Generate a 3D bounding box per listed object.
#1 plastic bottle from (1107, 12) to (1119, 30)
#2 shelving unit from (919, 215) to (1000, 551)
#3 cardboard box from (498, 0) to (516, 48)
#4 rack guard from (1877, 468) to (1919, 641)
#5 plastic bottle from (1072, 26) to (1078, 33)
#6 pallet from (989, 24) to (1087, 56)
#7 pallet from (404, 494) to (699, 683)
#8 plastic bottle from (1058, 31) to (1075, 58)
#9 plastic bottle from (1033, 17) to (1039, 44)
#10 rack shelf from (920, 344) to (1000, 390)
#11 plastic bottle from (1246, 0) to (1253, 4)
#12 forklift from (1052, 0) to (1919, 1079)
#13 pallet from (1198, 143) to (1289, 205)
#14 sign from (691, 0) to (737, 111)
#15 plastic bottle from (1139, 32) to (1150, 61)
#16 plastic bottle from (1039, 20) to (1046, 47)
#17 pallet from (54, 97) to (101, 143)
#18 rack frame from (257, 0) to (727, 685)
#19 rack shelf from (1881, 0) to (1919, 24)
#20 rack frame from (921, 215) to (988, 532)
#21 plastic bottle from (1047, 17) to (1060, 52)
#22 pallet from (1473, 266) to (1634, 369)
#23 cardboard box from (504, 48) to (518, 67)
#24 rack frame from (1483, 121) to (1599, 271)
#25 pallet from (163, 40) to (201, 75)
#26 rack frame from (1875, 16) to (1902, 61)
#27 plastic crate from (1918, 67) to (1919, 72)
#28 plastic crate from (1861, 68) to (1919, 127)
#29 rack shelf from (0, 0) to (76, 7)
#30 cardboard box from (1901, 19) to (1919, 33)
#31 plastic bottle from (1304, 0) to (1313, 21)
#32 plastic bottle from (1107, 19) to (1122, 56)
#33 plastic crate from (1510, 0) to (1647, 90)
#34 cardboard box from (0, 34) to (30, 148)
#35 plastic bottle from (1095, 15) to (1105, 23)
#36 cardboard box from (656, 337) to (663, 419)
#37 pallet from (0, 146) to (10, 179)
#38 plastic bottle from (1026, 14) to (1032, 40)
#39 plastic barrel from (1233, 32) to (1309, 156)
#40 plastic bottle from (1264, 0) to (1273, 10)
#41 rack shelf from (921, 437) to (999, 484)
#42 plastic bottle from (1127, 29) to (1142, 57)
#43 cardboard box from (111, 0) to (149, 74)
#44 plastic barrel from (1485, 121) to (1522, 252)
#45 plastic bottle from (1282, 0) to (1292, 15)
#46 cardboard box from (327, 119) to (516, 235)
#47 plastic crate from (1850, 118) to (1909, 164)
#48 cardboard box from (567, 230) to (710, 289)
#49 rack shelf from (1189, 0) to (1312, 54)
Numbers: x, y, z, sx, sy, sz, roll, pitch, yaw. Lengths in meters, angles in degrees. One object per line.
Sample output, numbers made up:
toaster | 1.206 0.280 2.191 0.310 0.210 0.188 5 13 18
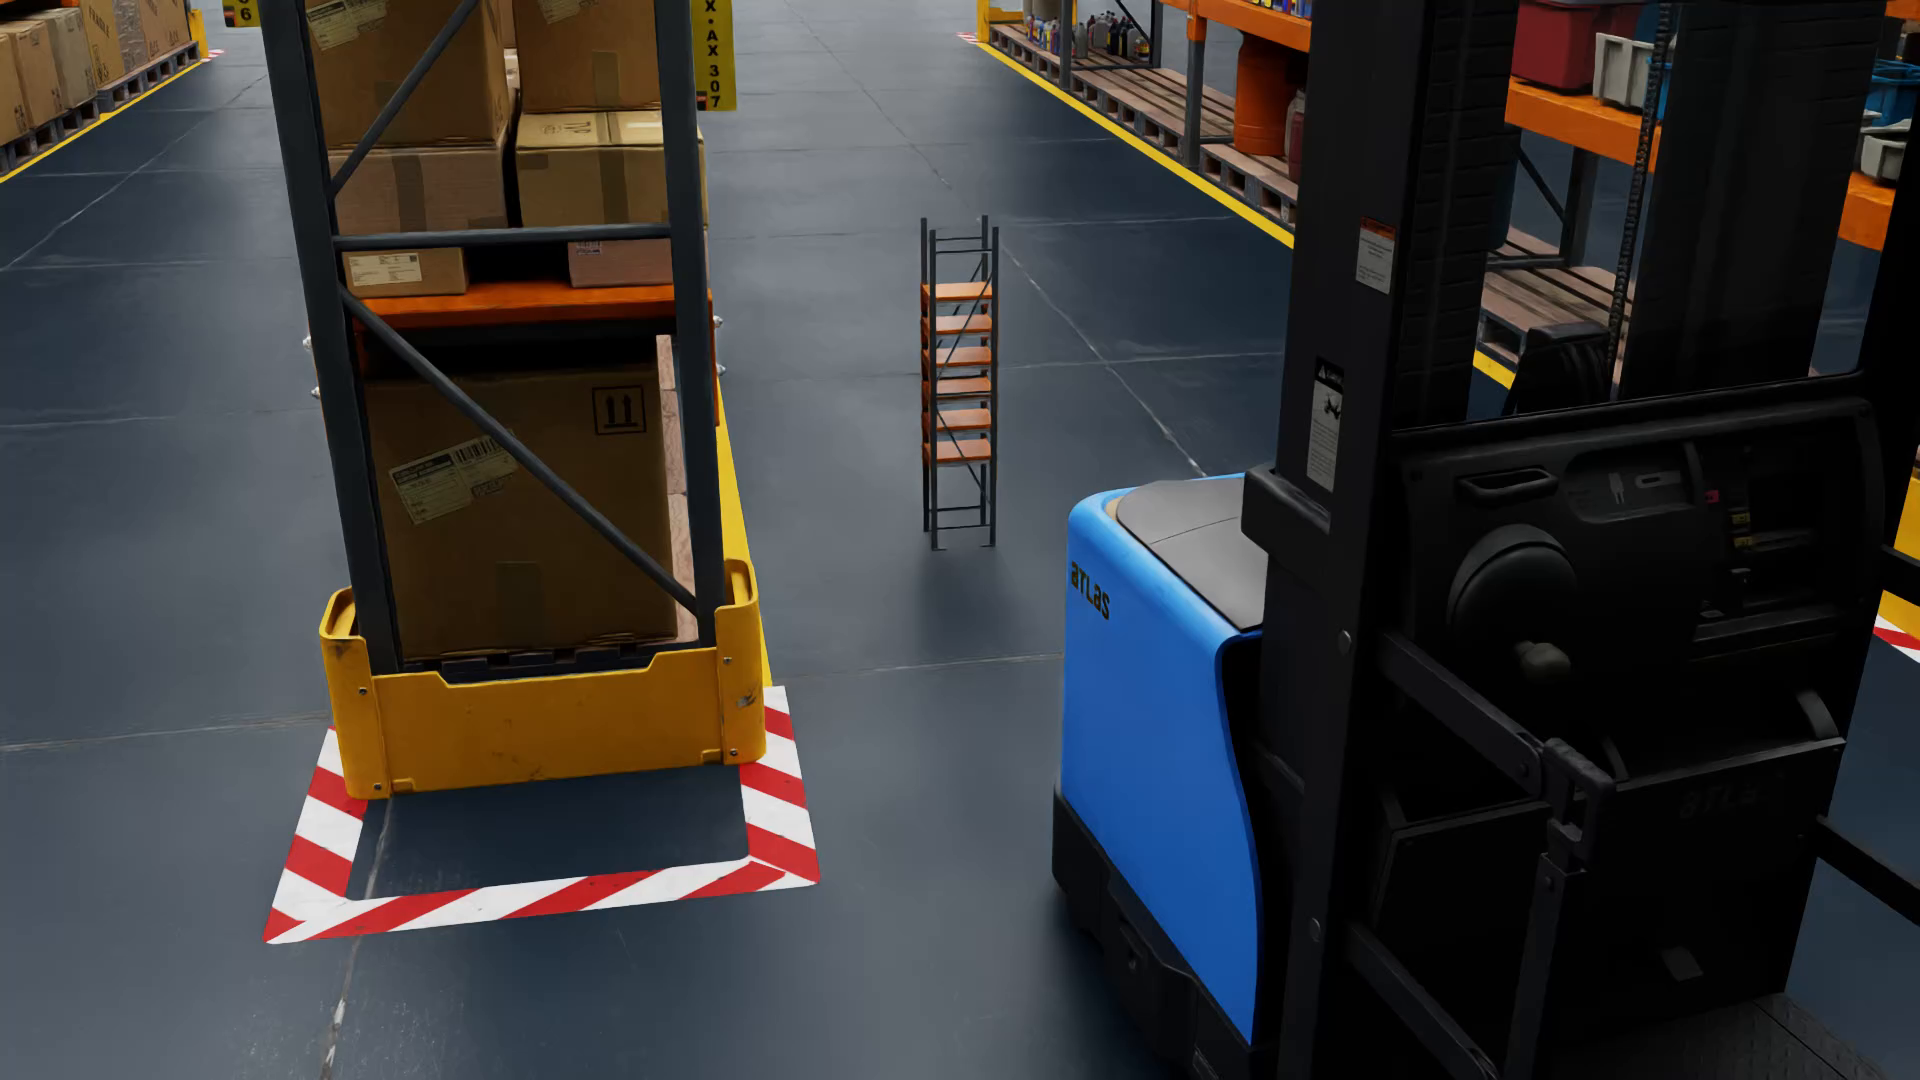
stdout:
plastic bottle | 1.629 -5.434 17.705 0.144 0.351 0.185 -4 24 -10
shelving unit | -0.003 -0.556 6.023 0.258 1.200 0.189 -4 24 -10
cardboard box | -1.882 -2.149 6.302 0.500 0.500 0.500 -5 24 -11
rack guard | 3.721 0.017 5.587 1.175 0.500 0.348 -4 24 -10
plastic bottle | 1.188 -5.139 17.122 0.152 0.276 0.135 -4 24 -10
pallet | 0.950 -5.806 19.280 1.003 0.211 1.213 -4 24 -10
pallet | -1.389 0.199 5.531 1.003 0.211 1.213 -4 24 -10
plastic bottle | 1.082 -5.077 16.886 0.144 0.351 0.185 -5 24 -11
plastic bottle | 0.837 -5.511 17.979 0.097 0.271 0.097 0 24 0
rack shelf | -0.003 -0.625 5.993 0.258 0.103 0.180 -4 24 -10
plastic bottle | 2.072 -3.851 11.474 0.152 0.276 0.135 -4 24 -10
forklift | 1.195 0.028 2.523 1.130 2.935 3.031 -8 25 -18
pallet | 2.411 -2.699 12.166 1.003 0.211 1.213 -4 24 -10
sign | -0.618 -1.242 4.166 0.100 0.325 0.005 -4 24 -10
plastic bottle | 1.856 -4.966 16.732 0.097 0.271 0.097 0 24 0
plastic bottle | 0.893 -5.392 17.706 0.097 0.271 0.097 0 24 0
pallet | -8.059 -3.587 14.200 1.003 0.211 1.213 -4 24 -10
rack frame | -1.164 -0.770 4.266 1.000 3.000 0.127 -4 24 -10
rack shelf | 7.463 -3.533 11.489 1.077 0.370 4.000 -4 24 -10
rack frame | -0.020 -0.592 6.105 0.240 1.200 0.006 -4 24 -10
plastic bottle | 0.987 -5.279 17.350 0.144 0.351 0.185 -4 24 -10
pallet | 3.138 -1.146 8.611 1.003 0.211 1.213 -4 24 -10
cardboard box | -1.802 -1.613 6.012 0.500 0.250 0.500 -4 24 -10
rack frame | 2.964 -2.710 8.708 1.000 3.000 0.127 -4 24 -10
pallet | -8.791 -5.150 17.778 1.003 0.211 1.213 -4 24 -10
rack frame | 7.093 -4.649 13.147 1.000 3.000 0.127 -4 24 -10
plastic crate | 3.458 -1.299 5.356 0.616 0.435 0.499 -4 24 -10
plastic crate | 3.738 -1.727 6.591 0.416 0.233 0.300 -4 24 -10
rack shelf | -7.906 -4.047 12.667 1.077 0.370 4.000 -4 24 -10
cardboard box | 10.989 -6.052 18.932 0.500 0.500 0.500 -6 24 -14
plastic bottle | 2.269 -3.458 10.482 0.144 0.351 0.185 -4 24 -10
plastic bottle | 1.601 -5.182 17.128 0.144 0.351 0.185 -4 24 -10
plastic crate | 2.882 -2.397 7.837 0.402 0.464 0.583 -4 24 -10
cardboard box | -7.726 -3.341 12.438 1.050 0.750 0.750 -4 24 -9
plastic bottle | 1.535 -5.593 18.161 0.152 0.276 0.135 -4 24 -9
cardboard box | -1.694 -0.943 6.791 0.875 0.875 0.875 -4 24 -10
pallet | -7.608 -2.628 12.003 1.003 0.211 1.213 -4 24 -10
plastic bottle | 0.774 -5.646 18.288 0.097 0.271 0.097 0 24 0
plastic barrel | 2.331 -3.290 12.223 0.600 0.830 0.708 -4 24 -10
plastic bottle | 2.095 -3.707 11.136 0.061 0.283 0.133 -4 24 -10
rack shelf | -0.003 -0.295 6.137 0.258 0.103 0.180 -4 24 -10
plastic bottle | 1.770 -5.093 17.018 0.152 0.276 0.135 -3 24 -8
cardboard box | -8.494 -4.989 16.055 0.875 0.875 0.875 -4 24 -9
plastic barrel | 2.880 -2.156 9.537 0.600 0.901 0.708 -4 24 -10
plastic bottle | 2.155 -3.578 10.841 0.061 0.283 0.133 -4 24 -10
cardboard box | -1.515 -1.009 4.628 0.500 0.250 0.500 -5 24 -11
plastic crate | 3.335 -1.466 6.114 0.396 0.136 0.243 -4 24 -10
cardboard box | -0.905 -0.819 4.692 0.380 0.149 0.250 -4 24 -9
rack shelf | 2.594 -3.167 10.653 1.077 0.370 4.000 -4 24 -10
